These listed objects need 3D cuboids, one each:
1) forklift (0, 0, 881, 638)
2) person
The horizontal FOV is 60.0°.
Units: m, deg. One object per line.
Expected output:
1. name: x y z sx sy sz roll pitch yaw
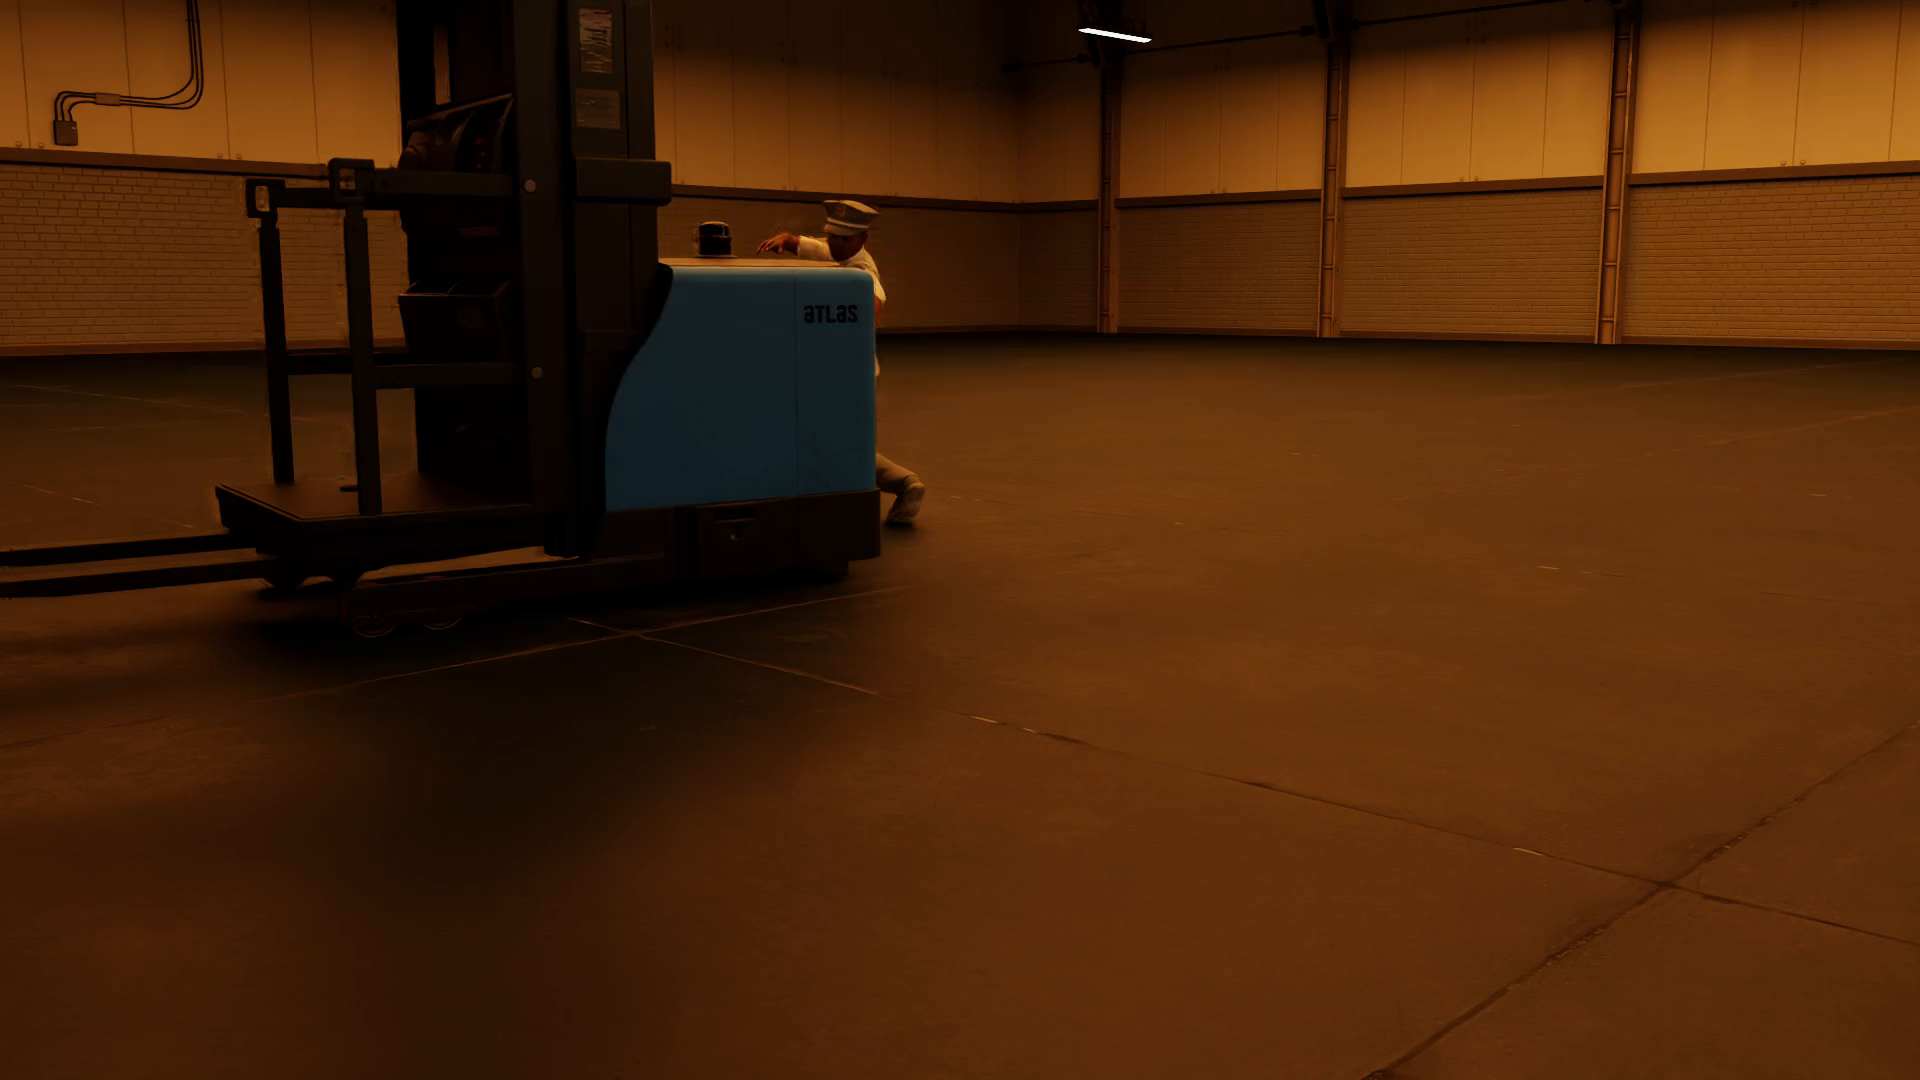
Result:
1. forklift: -1.776 -1.253 5.194 3.031 2.935 1.130 -6 10 -35
2. person: -0.621 -0.747 7.089 0.950 1.383 0.849 3 9 21
